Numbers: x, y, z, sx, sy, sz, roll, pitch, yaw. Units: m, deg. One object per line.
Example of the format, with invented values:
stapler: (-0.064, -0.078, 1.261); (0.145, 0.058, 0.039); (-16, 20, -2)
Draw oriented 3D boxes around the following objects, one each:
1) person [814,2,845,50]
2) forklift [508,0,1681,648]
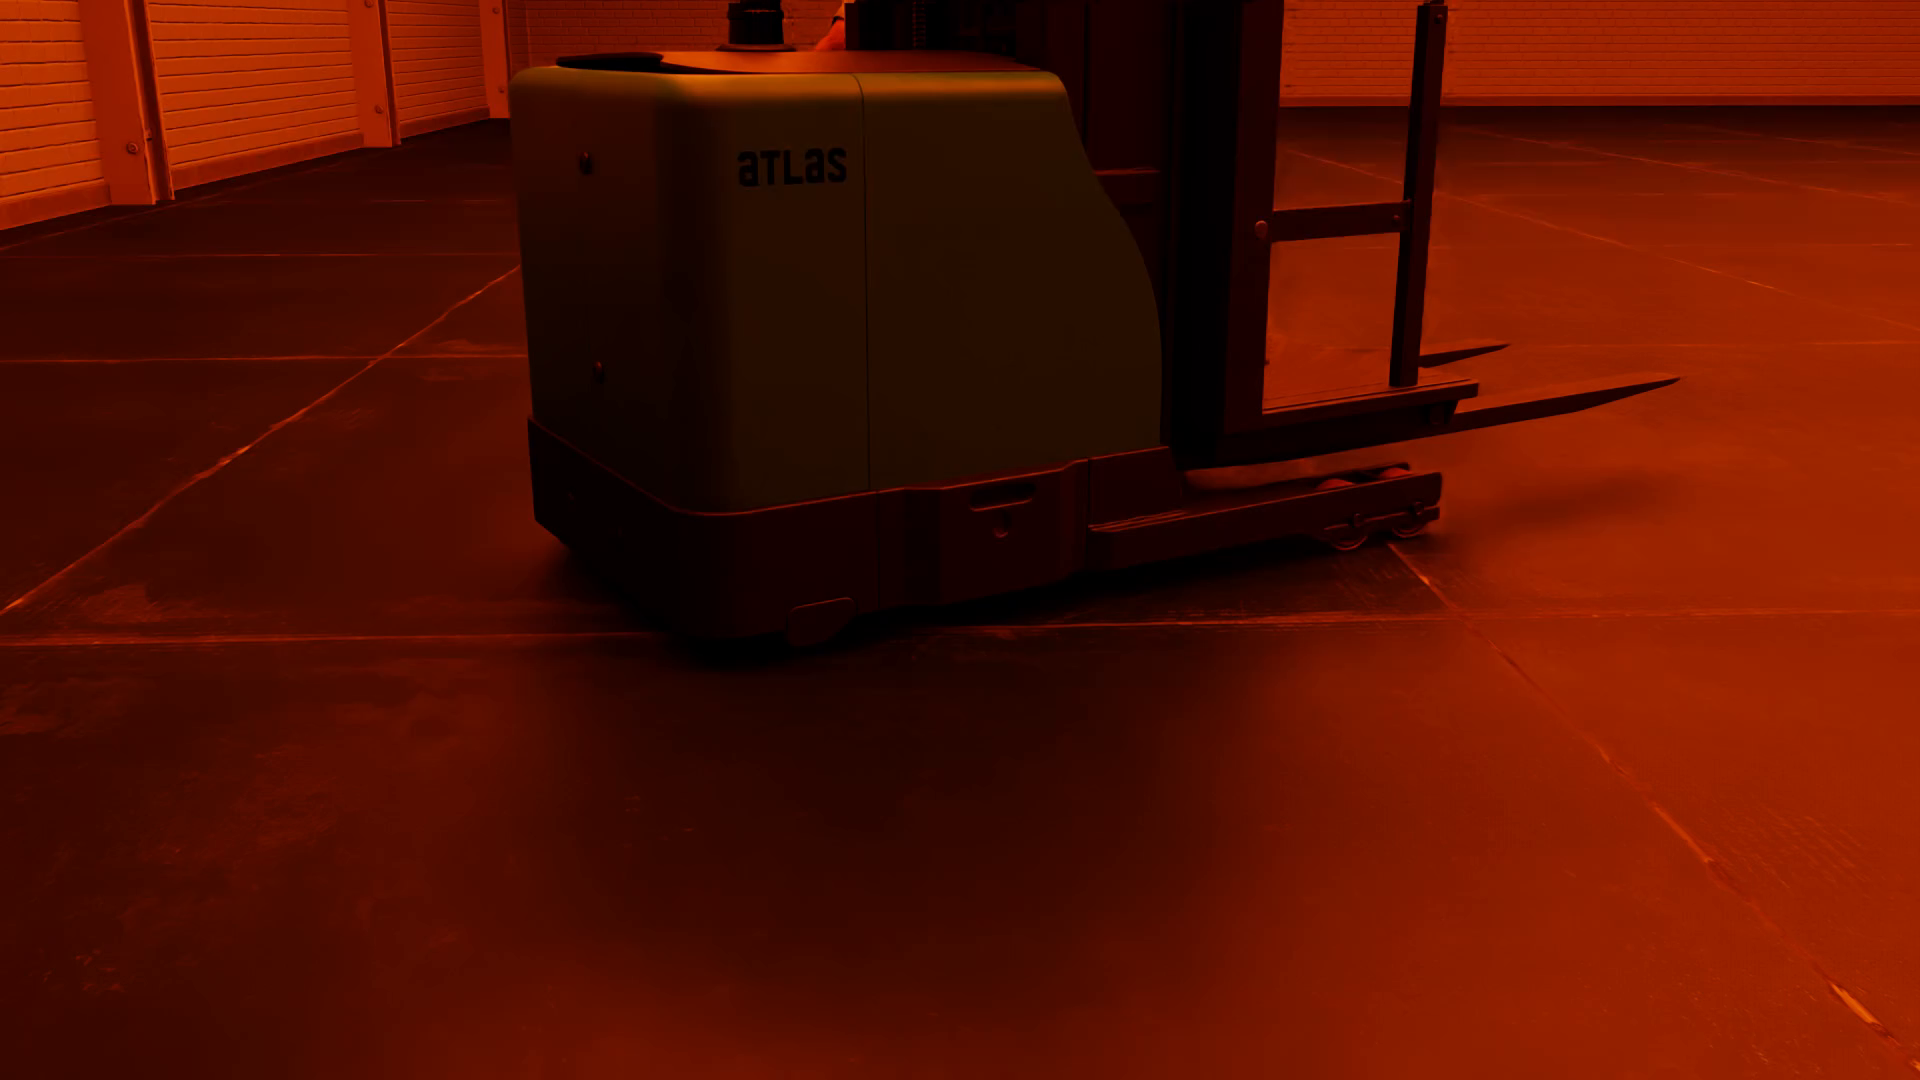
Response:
person: (-0.138, -1.506, 6.215); (1.027, 1.656, 0.502); (-11, 20, -33)
forklift: (0.545, -1.498, 3.803); (3.031, 2.935, 1.130); (-10, 20, -30)
